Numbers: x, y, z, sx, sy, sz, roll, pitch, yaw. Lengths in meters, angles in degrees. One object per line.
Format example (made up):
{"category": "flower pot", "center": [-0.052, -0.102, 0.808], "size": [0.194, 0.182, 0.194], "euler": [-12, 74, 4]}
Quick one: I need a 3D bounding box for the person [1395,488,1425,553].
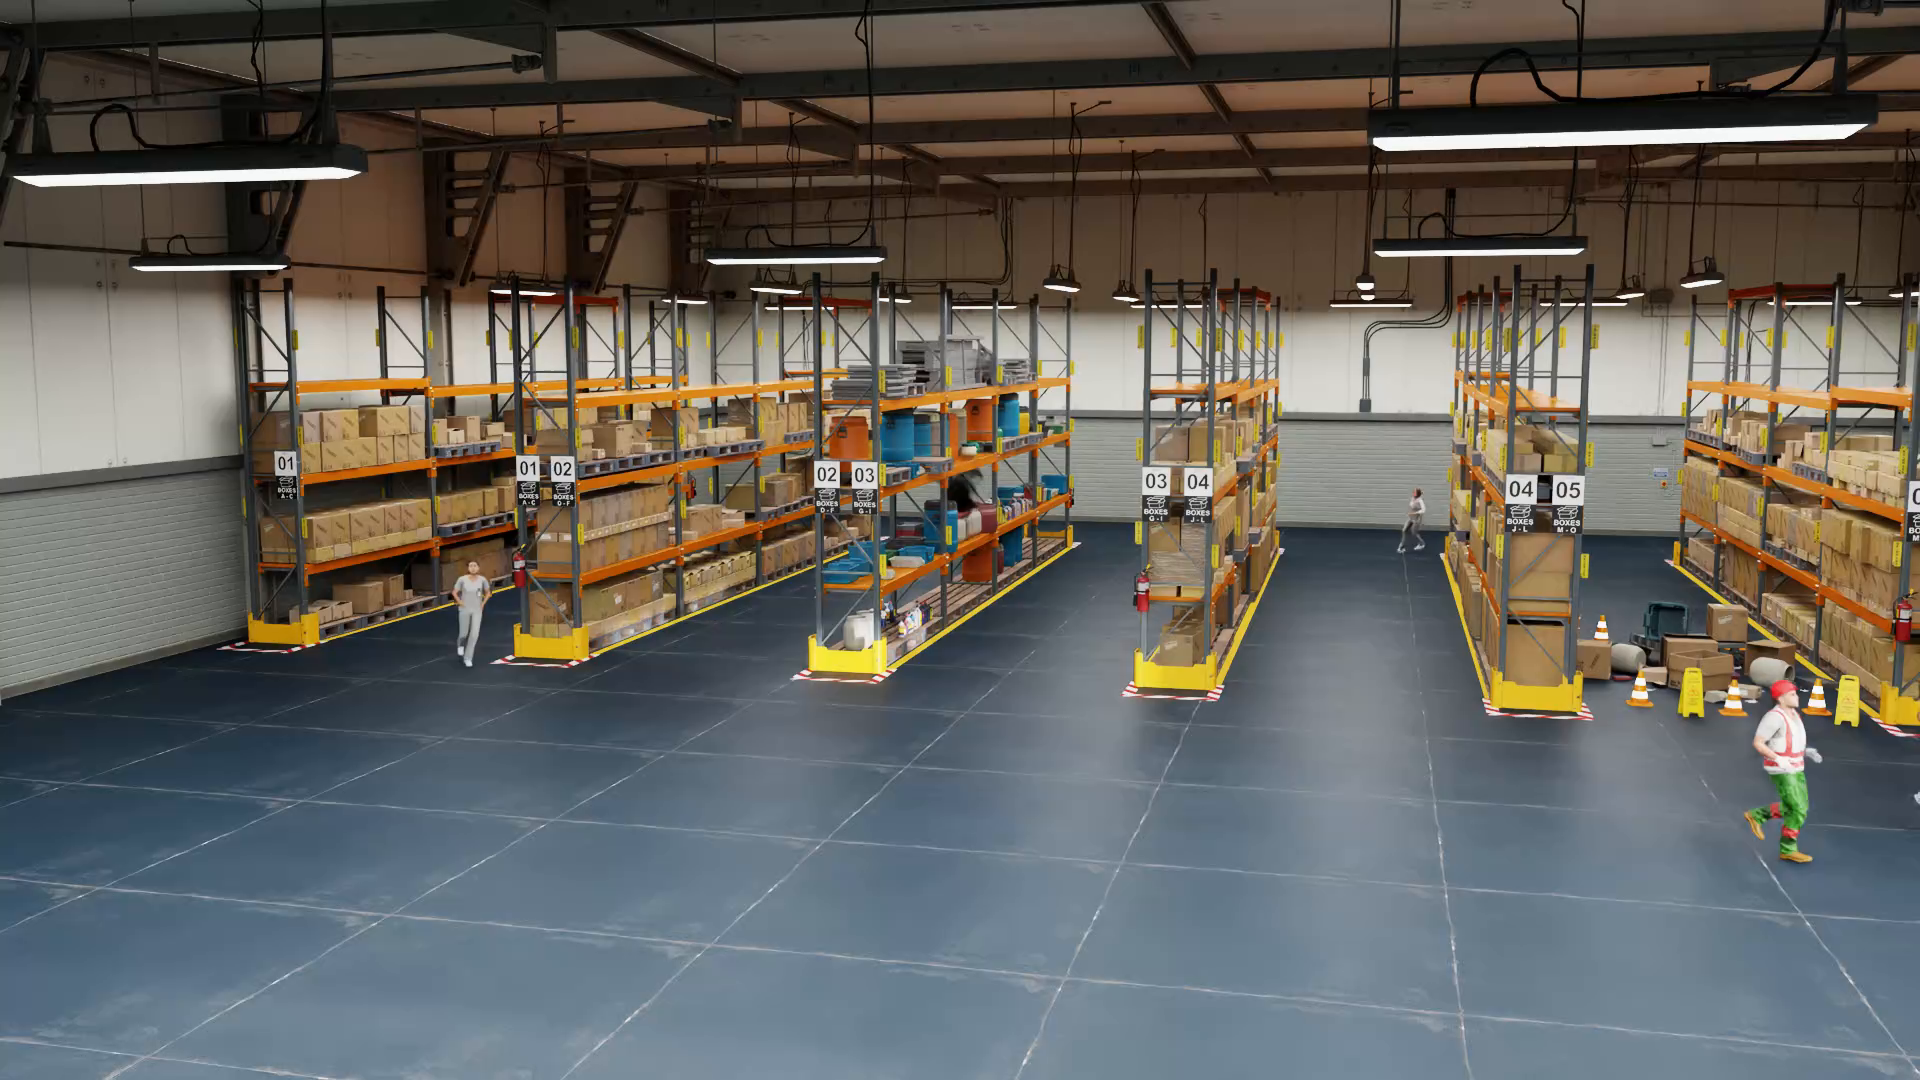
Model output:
{"category": "person", "center": [10.761, -0.444, 39.188], "size": [0.762, 1.576, 0.630], "euler": [-3, 7, -22]}

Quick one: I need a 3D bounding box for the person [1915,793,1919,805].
{"category": "person", "center": [10.041, 2.118, 16.792], "size": [0.672, 1.769, 0.777], "euler": [-4, 8, -31]}

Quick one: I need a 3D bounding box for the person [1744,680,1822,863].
{"category": "person", "center": [7.943, 2.216, 16.109], "size": [0.659, 1.741, 0.708], "euler": [-6, 9, -39]}

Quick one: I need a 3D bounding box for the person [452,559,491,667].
{"category": "person", "center": [-7.580, 1.110, 25.853], "size": [0.580, 1.642, 0.662], "euler": [-3, 7, -22]}
